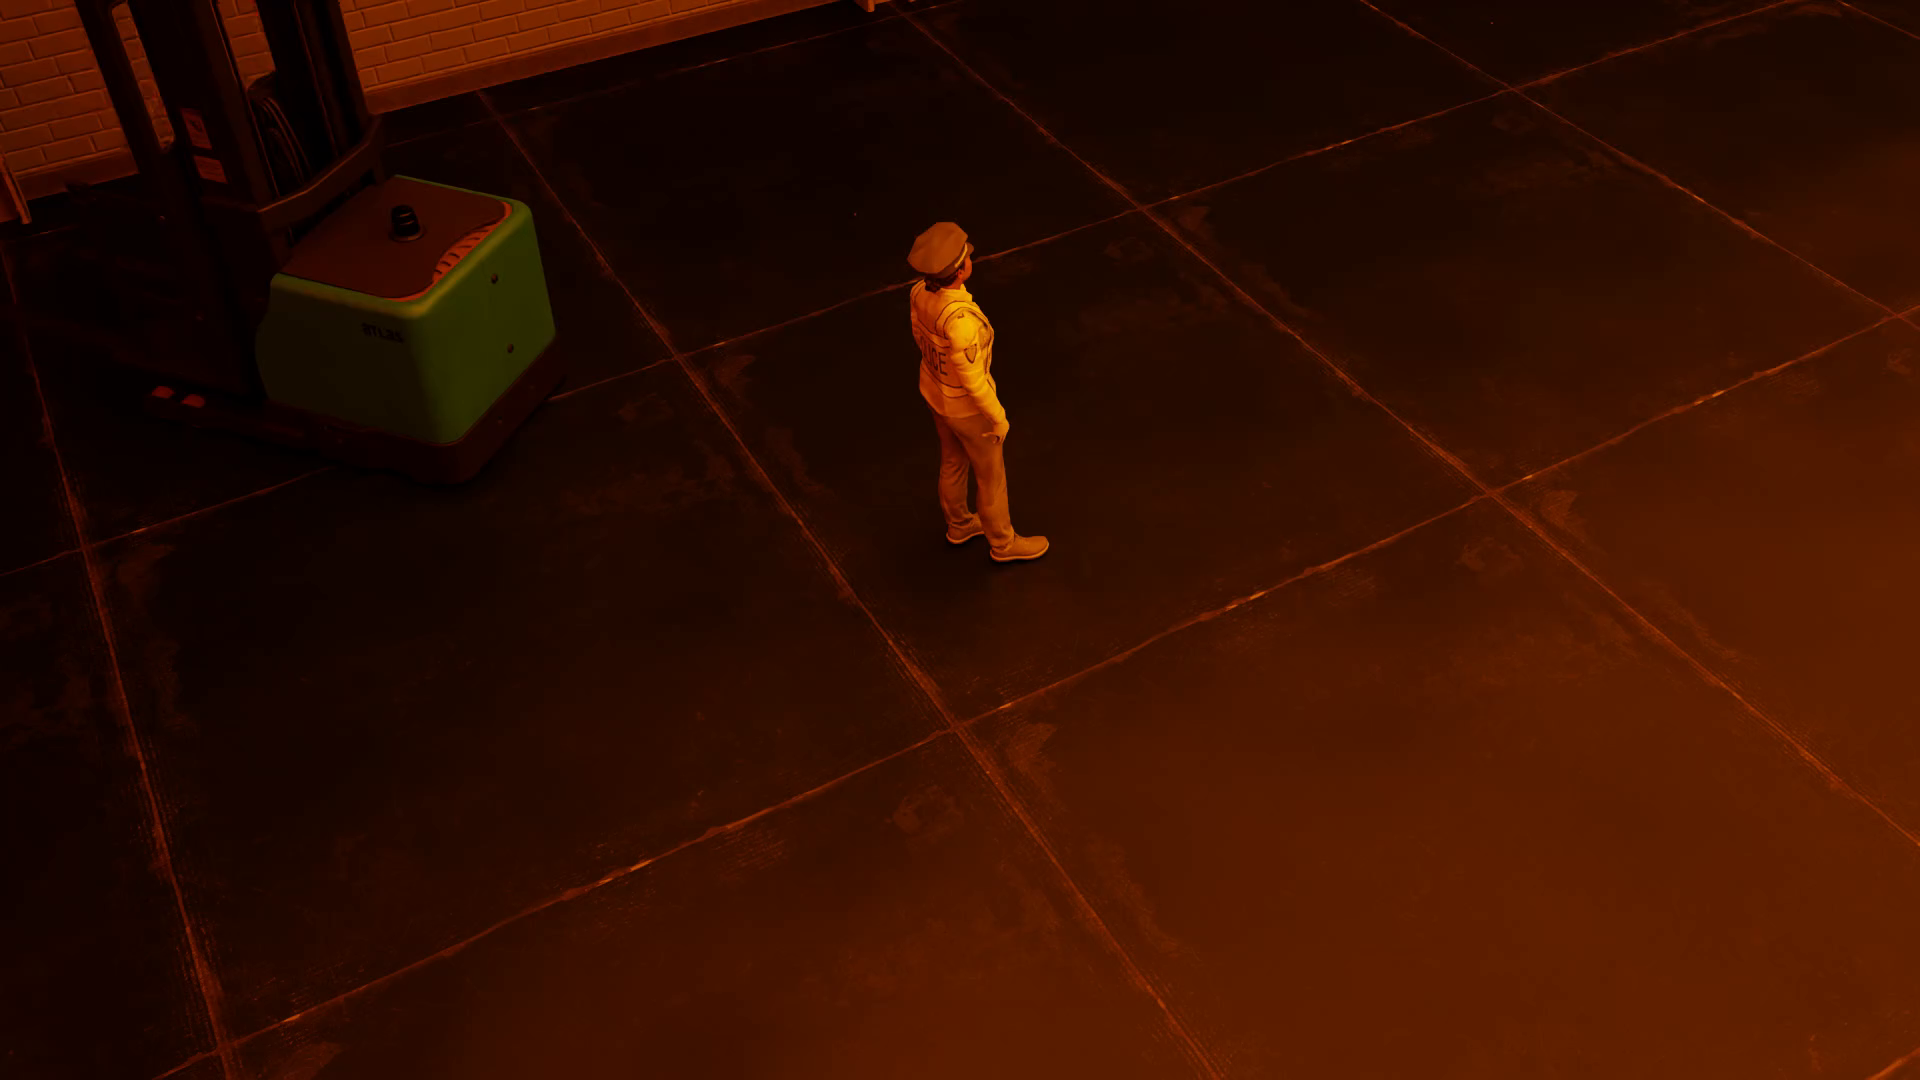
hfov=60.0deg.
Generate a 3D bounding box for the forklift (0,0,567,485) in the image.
[{"bbox_3d":[-3.628,-1.968,7.820,3.031,2.935,1.130,14,45,15],"label":"forklift"}]

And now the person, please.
[{"bbox_3d":[0.061,-0.646,7.292,0.534,1.696,0.587,-21,47,-21],"label":"person"}]
